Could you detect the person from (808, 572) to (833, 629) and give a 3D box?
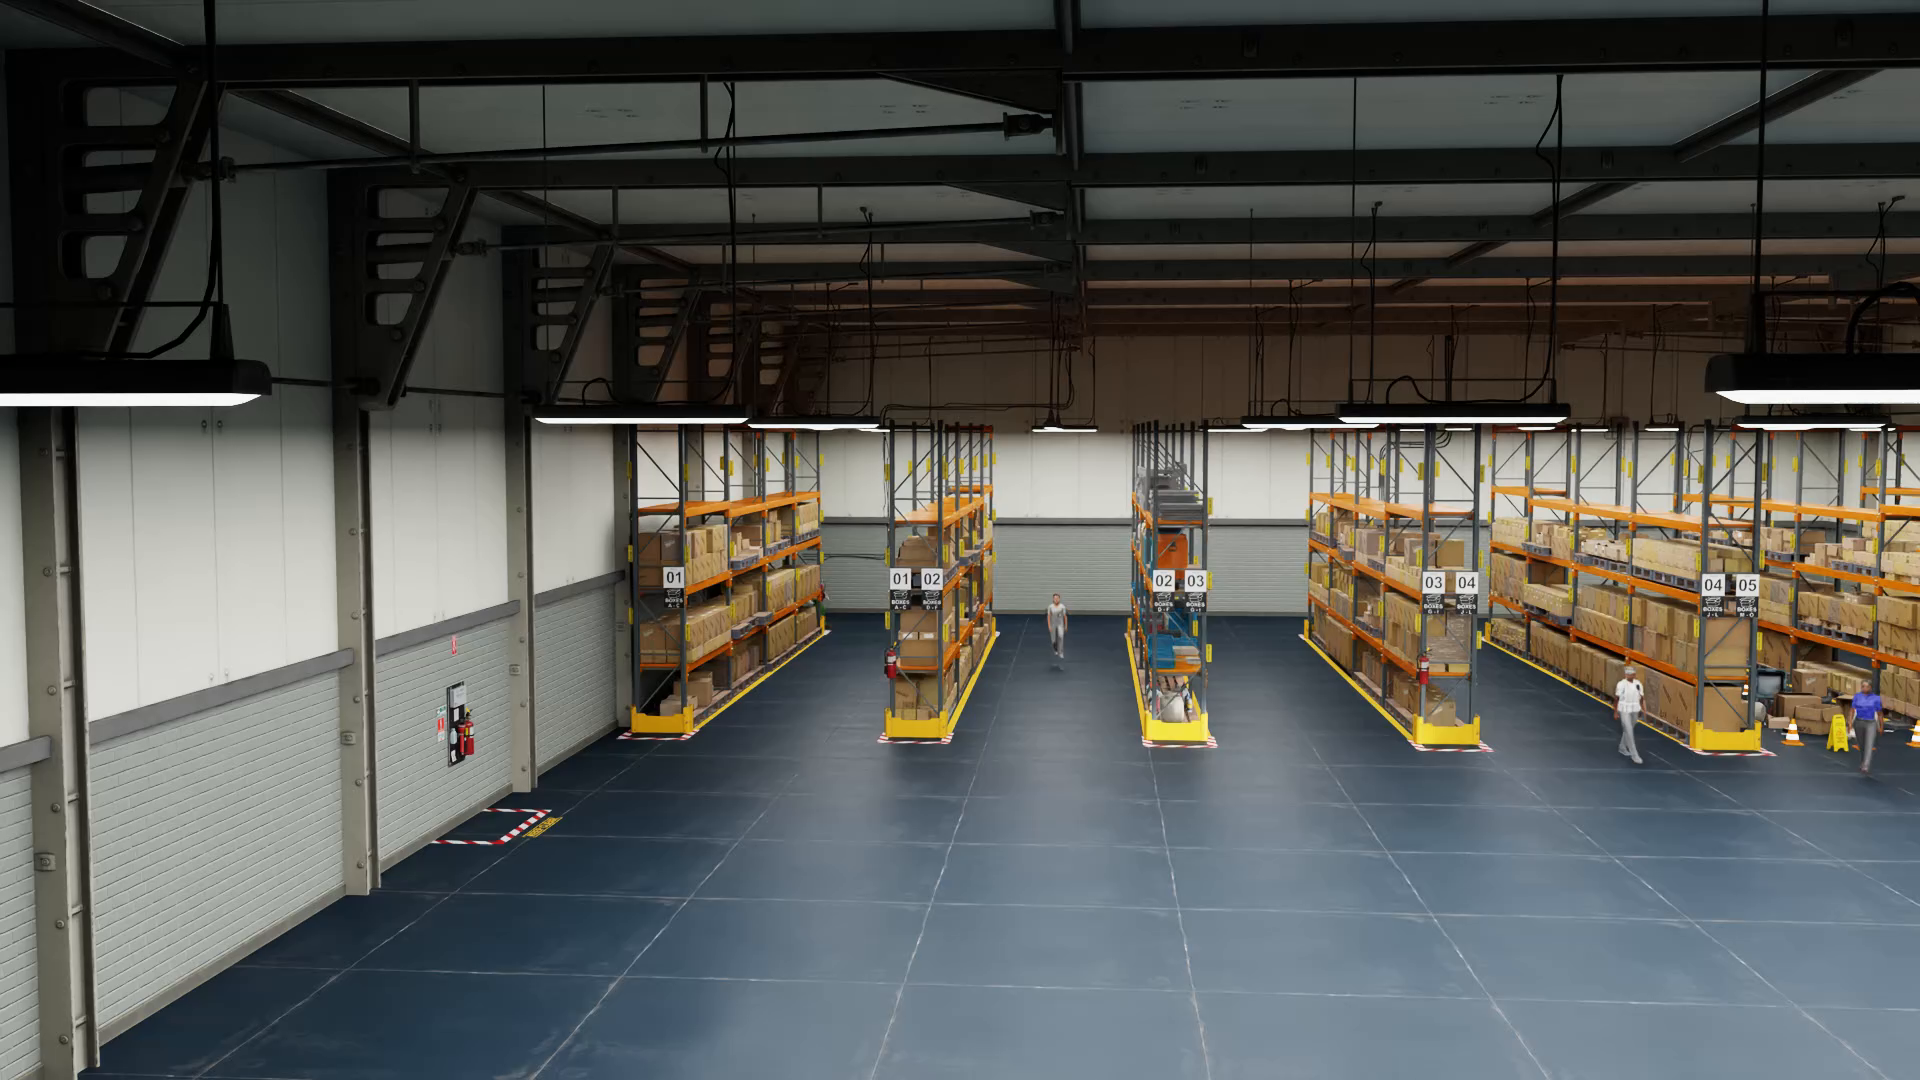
[{"bbox_3d":[-4.184,1.738,49.187,1.072,1.751,0.551,2,4,24],"label":"person"}]

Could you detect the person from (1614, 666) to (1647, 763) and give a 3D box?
[{"bbox_3d":[11.810,3.030,29.250,0.474,1.637,0.883,0,4,-7],"label":"person"}]

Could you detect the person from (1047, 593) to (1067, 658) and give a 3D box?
[{"bbox_3d":[2.373,2.087,40.812,0.481,1.545,0.965,1,4,12],"label":"person"}]

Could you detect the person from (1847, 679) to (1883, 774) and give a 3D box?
[{"bbox_3d":[15.237,3.131,28.025,1.063,1.595,0.473,-4,5,-44],"label":"person"}]
